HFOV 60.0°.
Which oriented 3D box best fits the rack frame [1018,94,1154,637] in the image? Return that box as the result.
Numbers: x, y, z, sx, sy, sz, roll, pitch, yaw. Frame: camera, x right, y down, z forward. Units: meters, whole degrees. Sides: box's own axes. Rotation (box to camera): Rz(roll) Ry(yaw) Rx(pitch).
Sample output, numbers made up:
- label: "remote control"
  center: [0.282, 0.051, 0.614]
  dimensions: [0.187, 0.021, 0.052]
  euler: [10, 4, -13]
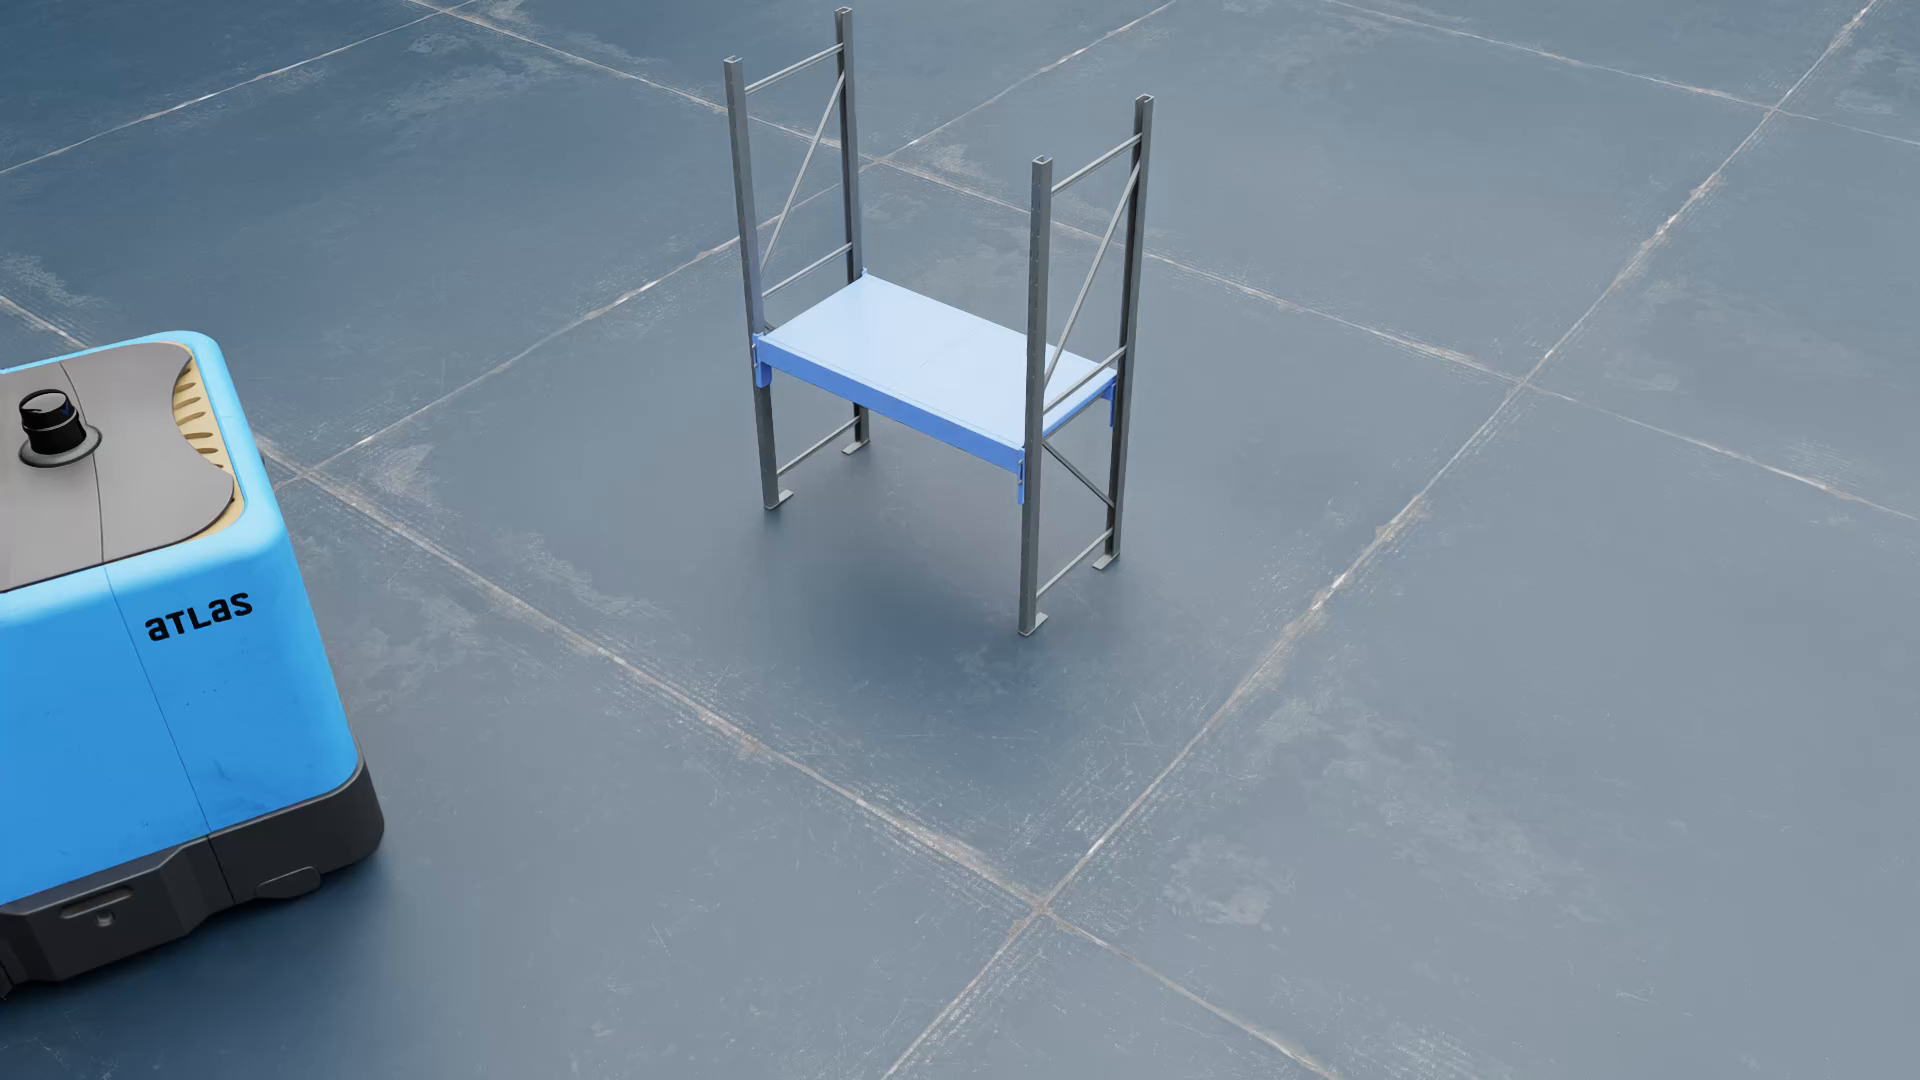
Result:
- label: "rack frame"
  center: [0.336, -0.432, 4.585]
  dimensions: [0.032, 1.500, 0.500]
  euler: [25, 45, 29]

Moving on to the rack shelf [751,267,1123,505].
- label: "rack shelf"
  center: [-0.068, -0.481, 4.939]
  dimensions: [1.000, 0.185, 0.538]
  euler: [25, 45, 29]

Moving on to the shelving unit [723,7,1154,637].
- label: "shelving unit"
  center: [-0.068, -0.622, 4.828]
  dimensions: [1.048, 1.500, 0.538]
  euler: [25, 45, 29]

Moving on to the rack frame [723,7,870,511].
- label: "rack frame"
  center: [-0.472, -0.813, 5.072]
  dimensions: [0.032, 1.500, 0.500]
  euler: [25, 45, 29]

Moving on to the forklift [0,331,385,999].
- label: "forklift"
  center: [-2.994, -0.165, 3.083]
  dimensions: [3.031, 2.935, 1.130]
  euler: [-19, 42, -22]
